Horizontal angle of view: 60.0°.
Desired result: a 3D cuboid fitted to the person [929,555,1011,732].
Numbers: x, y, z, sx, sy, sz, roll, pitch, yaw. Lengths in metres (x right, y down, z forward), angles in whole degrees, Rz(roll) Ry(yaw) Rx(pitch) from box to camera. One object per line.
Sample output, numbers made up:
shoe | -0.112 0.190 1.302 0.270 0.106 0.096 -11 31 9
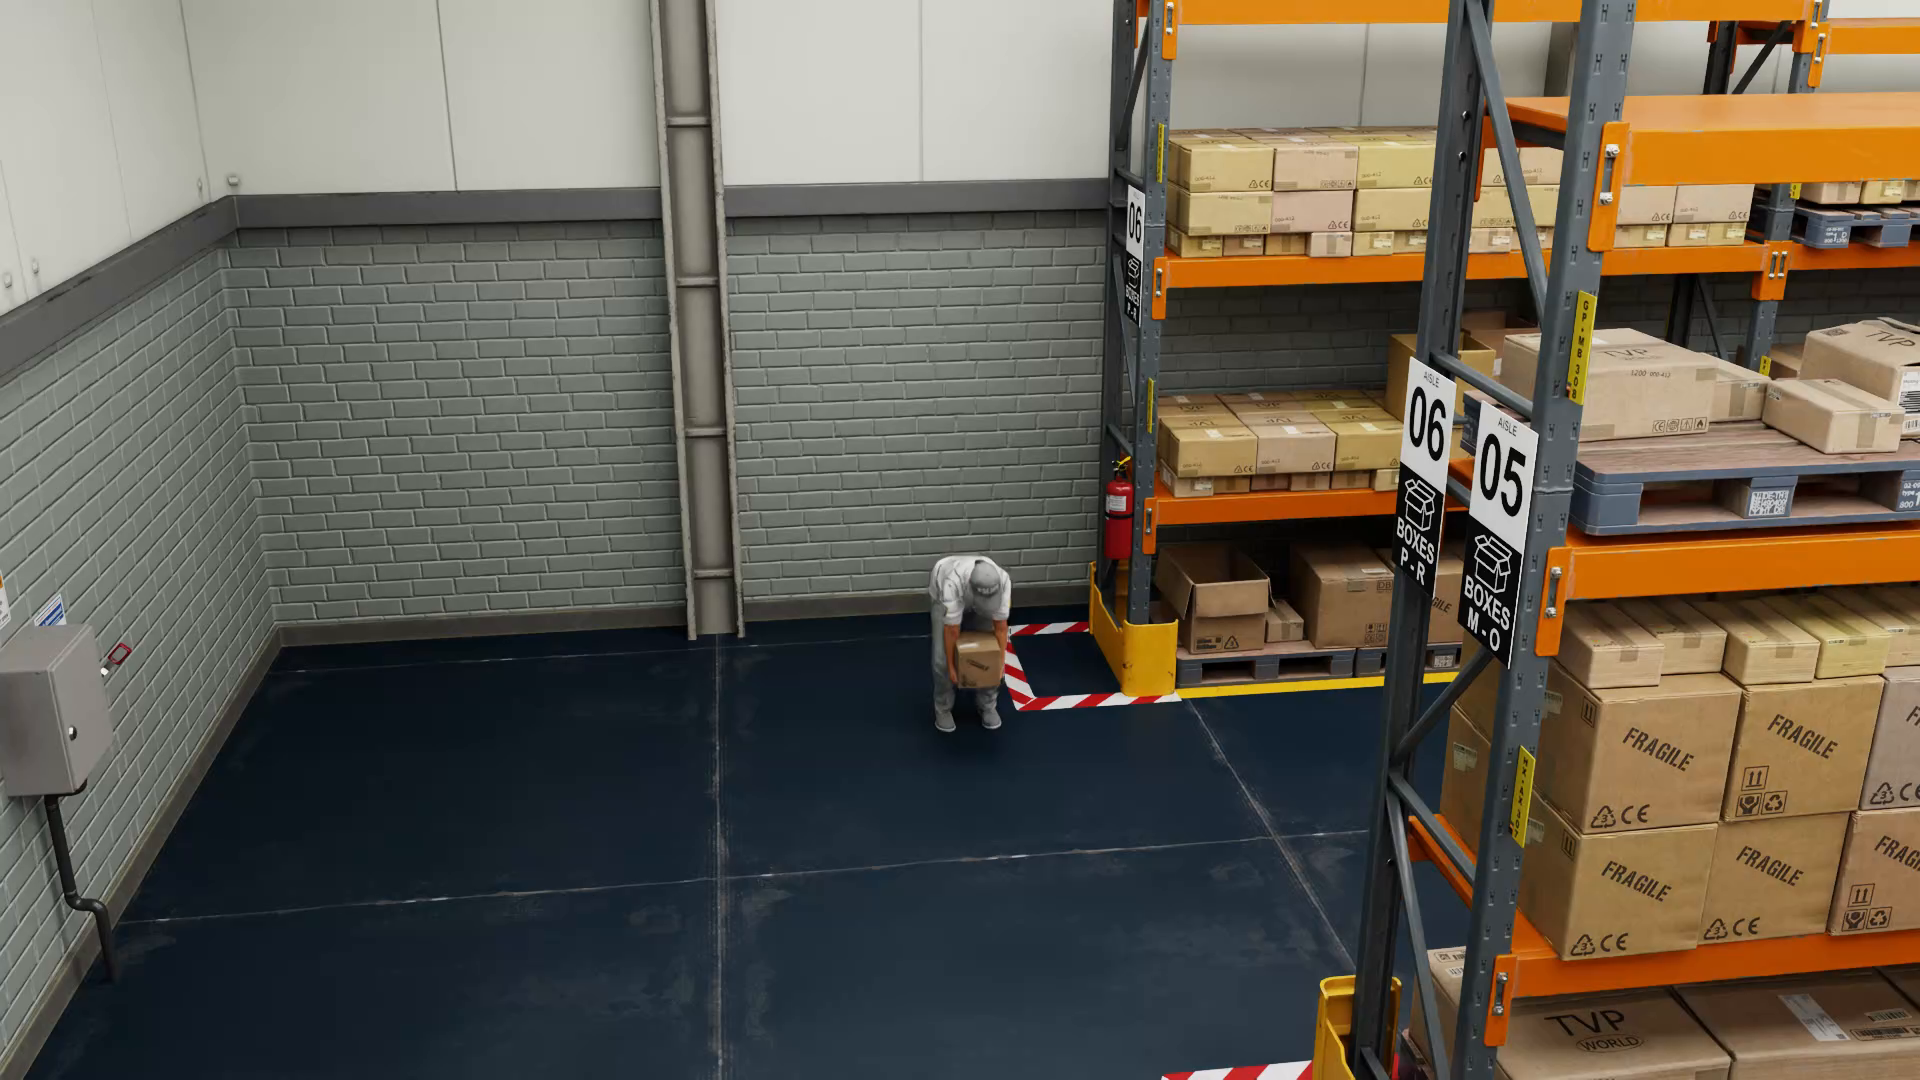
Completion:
person | 0.075 0.611 10.004 0.463 1.260 0.901 -3 20 -9
